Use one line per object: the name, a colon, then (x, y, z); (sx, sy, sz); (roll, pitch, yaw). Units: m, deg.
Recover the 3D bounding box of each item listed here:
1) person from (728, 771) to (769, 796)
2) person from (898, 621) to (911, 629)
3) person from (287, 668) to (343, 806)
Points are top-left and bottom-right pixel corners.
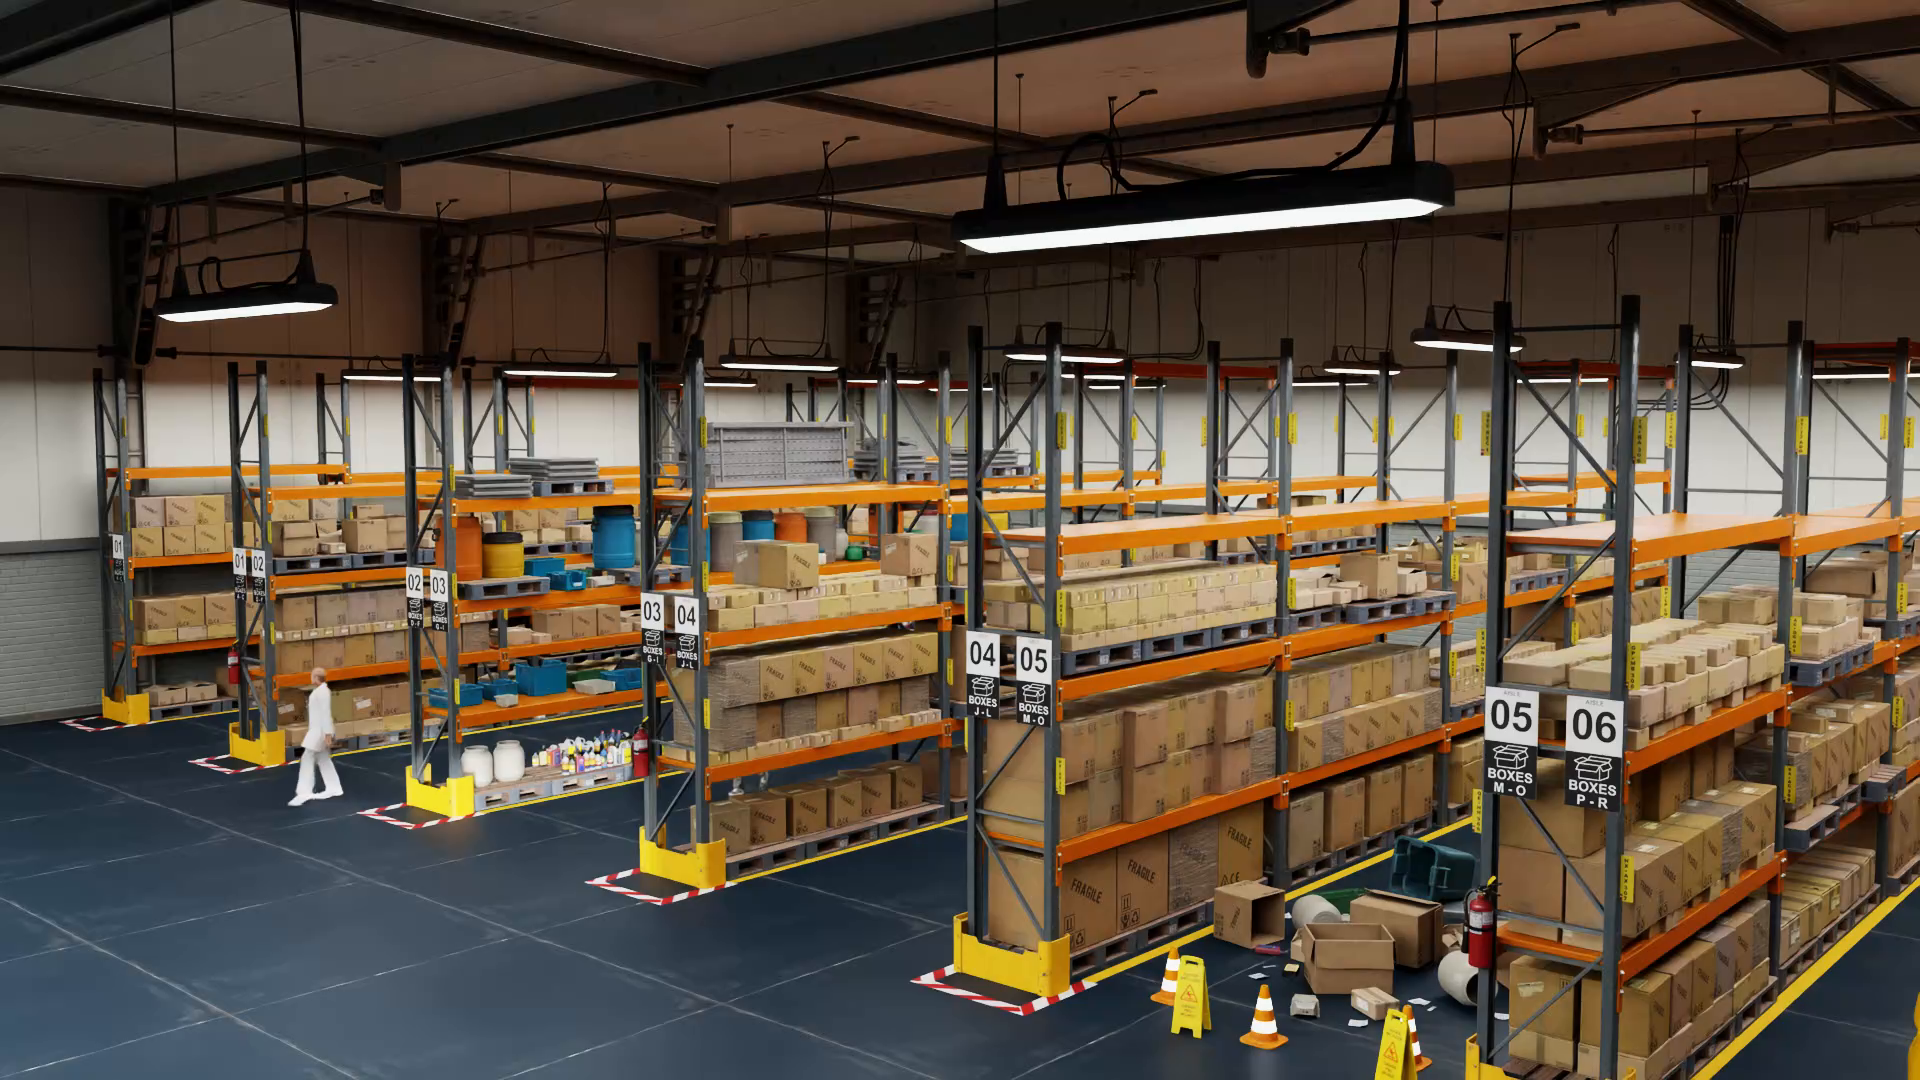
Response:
person: (-2.964, 2.700, 22.795); (0.644, 1.550, 0.499); (-4, 6, -42)
person: (-0.996, 2.006, 30.698); (0.593, 1.785, 0.461); (3, 5, 38)
person: (-8.722, 2.635, 22.470); (0.685, 1.818, 0.642); (-1, 4, -15)
